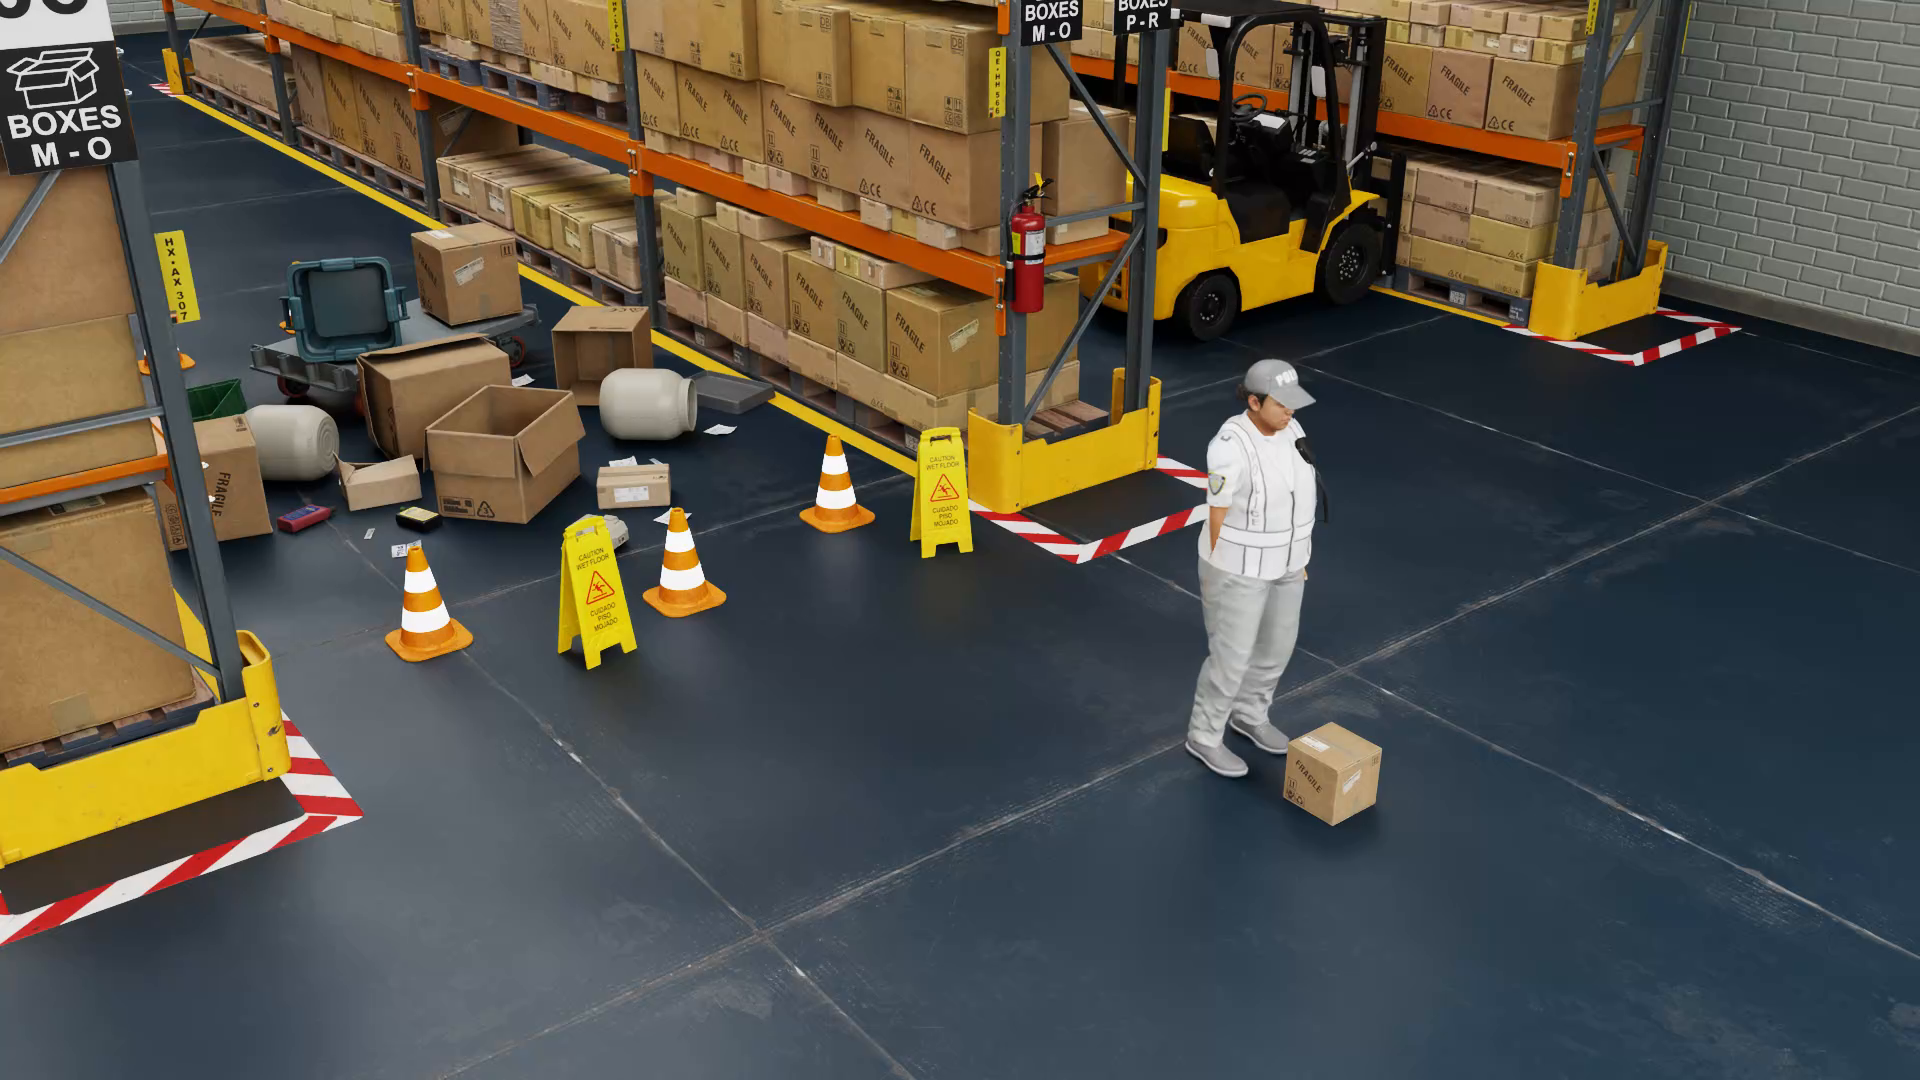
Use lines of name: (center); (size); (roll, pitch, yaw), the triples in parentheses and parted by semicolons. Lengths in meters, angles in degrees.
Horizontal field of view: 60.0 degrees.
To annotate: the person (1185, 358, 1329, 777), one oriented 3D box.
person: (1.149, 0.097, 6.404); (0.468, 1.659, 0.391); (-17, 30, -33)
